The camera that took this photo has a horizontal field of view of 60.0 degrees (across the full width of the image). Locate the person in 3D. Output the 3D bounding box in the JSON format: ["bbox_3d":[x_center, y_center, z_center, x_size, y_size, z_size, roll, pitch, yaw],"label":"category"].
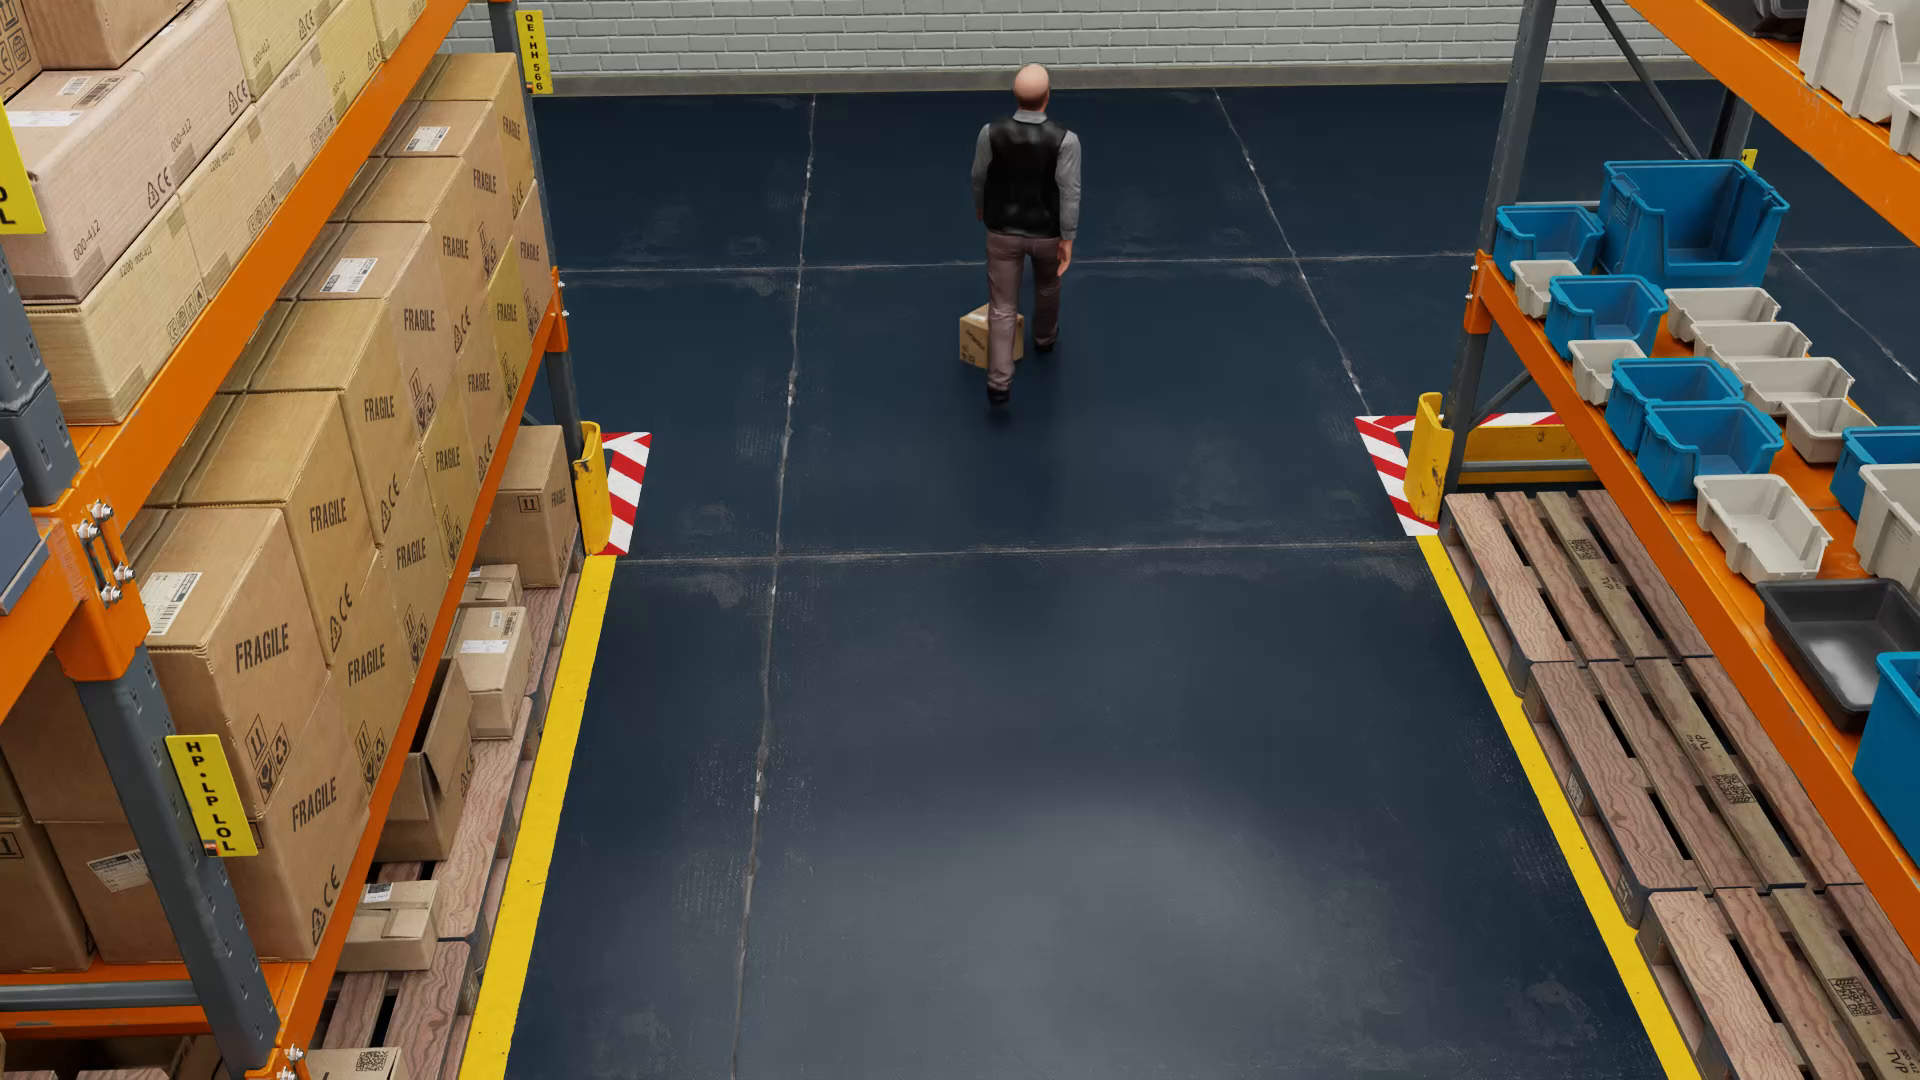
[{"bbox_3d":[0.330,-1.582,8.424,0.555,1.677,1.048,3,35,5],"label":"person"}]
